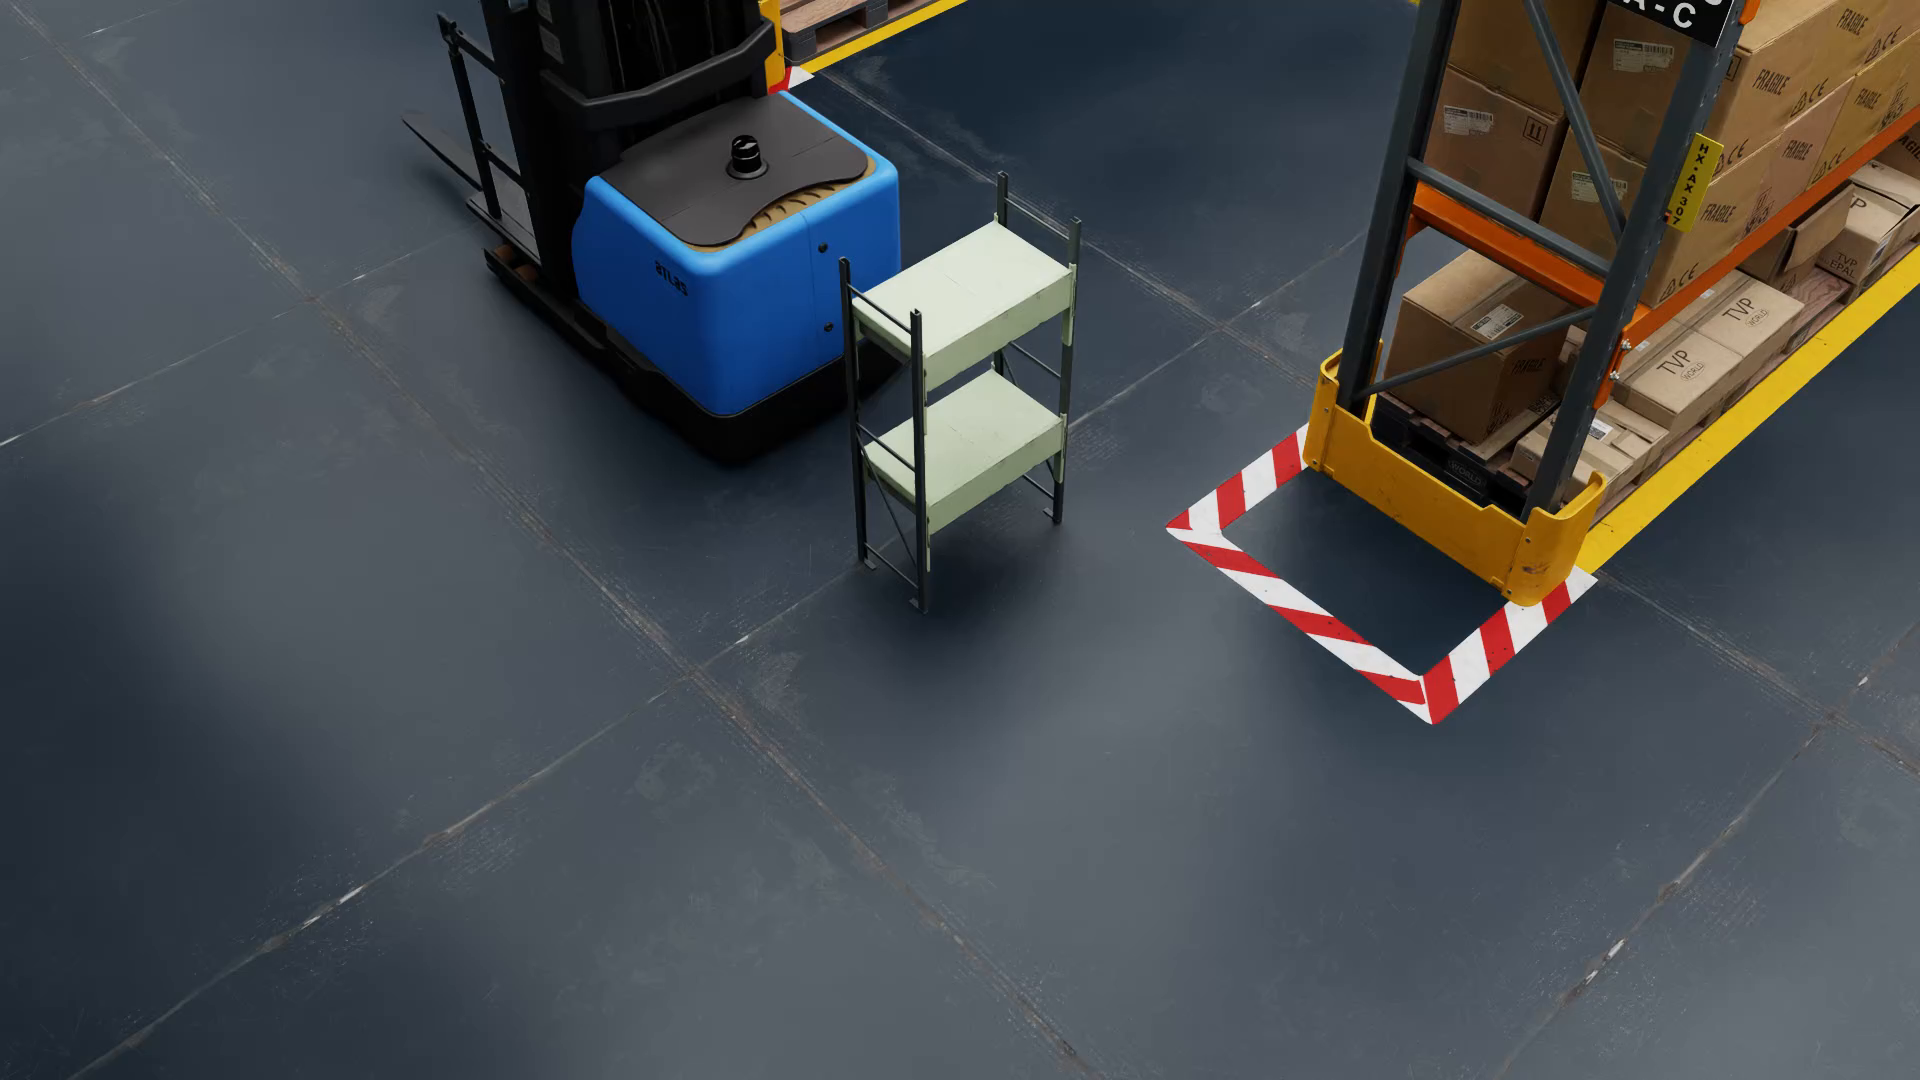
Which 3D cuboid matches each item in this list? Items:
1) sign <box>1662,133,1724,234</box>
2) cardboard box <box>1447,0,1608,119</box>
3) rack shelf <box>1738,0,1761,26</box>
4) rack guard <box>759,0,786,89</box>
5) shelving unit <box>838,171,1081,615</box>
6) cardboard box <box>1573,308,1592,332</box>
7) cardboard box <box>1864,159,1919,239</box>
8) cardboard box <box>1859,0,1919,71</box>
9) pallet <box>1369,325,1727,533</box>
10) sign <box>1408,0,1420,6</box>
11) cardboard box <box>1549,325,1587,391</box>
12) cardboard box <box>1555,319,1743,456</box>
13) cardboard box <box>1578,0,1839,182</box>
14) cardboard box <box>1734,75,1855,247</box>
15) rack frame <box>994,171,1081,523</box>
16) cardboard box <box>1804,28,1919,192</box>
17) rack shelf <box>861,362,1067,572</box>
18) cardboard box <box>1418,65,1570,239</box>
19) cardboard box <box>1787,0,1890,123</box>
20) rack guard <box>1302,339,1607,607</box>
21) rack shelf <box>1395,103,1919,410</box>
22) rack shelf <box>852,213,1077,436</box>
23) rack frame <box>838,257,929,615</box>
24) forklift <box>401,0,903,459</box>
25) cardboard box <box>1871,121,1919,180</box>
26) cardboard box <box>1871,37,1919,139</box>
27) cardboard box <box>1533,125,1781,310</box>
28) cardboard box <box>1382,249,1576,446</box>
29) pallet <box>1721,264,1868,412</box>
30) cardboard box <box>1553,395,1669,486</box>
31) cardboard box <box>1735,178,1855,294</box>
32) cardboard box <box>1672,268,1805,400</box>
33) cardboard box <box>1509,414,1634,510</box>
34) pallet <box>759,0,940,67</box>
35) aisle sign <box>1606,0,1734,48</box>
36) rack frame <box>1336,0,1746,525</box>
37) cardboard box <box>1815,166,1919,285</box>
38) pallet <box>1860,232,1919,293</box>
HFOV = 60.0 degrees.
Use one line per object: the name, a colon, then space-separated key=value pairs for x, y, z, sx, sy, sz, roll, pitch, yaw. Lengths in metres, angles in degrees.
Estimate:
sign: x=2.258 y=-1.099 z=5.134 sx=0.005 sy=0.325 sz=0.100 roll=-34 pitch=56 yaw=-27
cardboard box: x=2.037 y=-1.843 z=5.661 sx=0.500 sy=0.500 sz=0.500 roll=-34 pitch=56 yaw=-27
rack shelf: x=3.373 y=-2.862 z=5.799 sx=4.000 sy=0.370 sz=1.077 roll=-34 pitch=56 yaw=-27
rack guard: x=-1.446 y=-2.929 z=9.112 sx=0.348 sy=0.500 sz=1.175 roll=-34 pitch=56 yaw=-27
shelving unit: x=0.005 y=-0.512 z=6.202 sx=0.755 sy=1.500 sz=0.431 roll=-34 pitch=56 yaw=-27
cardboard box: x=2.852 y=-1.173 z=7.363 sx=0.500 sy=0.250 sz=0.500 roll=-34 pitch=56 yaw=-27
cardboard box: x=4.385 y=-1.606 z=7.832 sx=0.250 sy=0.149 sz=0.380 roll=-34 pitch=56 yaw=-27
cardboard box: x=3.154 y=-2.056 z=5.858 sx=0.500 sy=0.500 sz=0.500 roll=-33 pitch=55 yaw=-27
pallet: x=2.538 y=-0.587 z=7.148 sx=1.213 sy=0.211 sz=1.003 roll=-34 pitch=56 yaw=-27
sign: x=1.534 y=-1.912 z=5.470 sx=0.005 sy=0.325 sz=0.100 roll=-34 pitch=56 yaw=-27
cardboard box: x=2.490 y=-0.843 z=7.115 sx=0.250 sy=0.166 sz=0.380 roll=-34 pitch=56 yaw=-27
cardboard box: x=2.856 y=-0.679 z=6.907 sx=0.500 sy=0.250 sz=0.500 roll=-34 pitch=56 yaw=-27
cardboard box: x=2.399 y=-1.549 z=5.390 sx=0.500 sy=0.500 sz=0.500 roll=-32 pitch=55 yaw=-26
cardboard box: x=2.777 y=-1.468 z=5.996 sx=0.500 sy=0.500 sz=0.500 roll=-34 pitch=56 yaw=-27
rack frame: x=0.276 y=-0.693 z=6.369 sx=0.023 sy=1.500 sz=0.400 roll=-34 pitch=56 yaw=-27
cardboard box: x=3.150 y=-1.715 z=6.223 sx=0.500 sy=0.500 sz=0.500 roll=-34 pitch=56 yaw=-27
rack shelf: x=0.005 y=-0.291 z=6.441 sx=0.720 sy=0.370 sz=0.431 roll=-34 pitch=56 yaw=-27
cardboard box: x=2.041 y=-1.504 z=6.028 sx=0.500 sy=0.500 sz=0.500 roll=-32 pitch=55 yaw=-26
cardboard box: x=2.780 y=-1.812 z=5.632 sx=0.500 sy=0.500 sz=0.500 roll=-33 pitch=55 yaw=-27
rack guard: x=1.949 y=-0.290 z=6.677 sx=0.348 sy=0.500 sz=1.175 roll=-34 pitch=56 yaw=-27
rack shelf: x=3.373 y=-1.845 z=6.901 sx=4.000 sy=0.370 sz=1.077 roll=-34 pitch=56 yaw=-27
rack shelf: x=0.005 y=-0.777 z=5.915 sx=0.720 sy=0.370 sz=0.431 roll=-34 pitch=56 yaw=-27
rack frame: x=-0.266 y=-0.331 z=6.035 sx=0.023 sy=1.500 sz=0.400 roll=-34 pitch=56 yaw=-27
forklift: x=-1.586 y=-2.337 z=6.912 sx=1.130 sy=2.935 sz=3.031 roll=-33 pitch=55 yaw=-27
cardboard box: x=4.622 y=-1.943 z=7.904 sx=0.500 sy=0.500 sz=0.500 roll=-34 pitch=56 yaw=-27
cardboard box: x=3.521 y=-1.961 z=6.450 sx=0.500 sy=0.500 sz=0.500 roll=-33 pitch=55 yaw=-27
cardboard box: x=2.399 y=-1.210 z=5.758 sx=0.500 sy=0.500 sz=0.500 roll=-33 pitch=55 yaw=-26
cardboard box: x=2.129 y=-0.804 z=6.853 sx=0.500 sy=0.500 sz=0.500 roll=-34 pitch=56 yaw=-27
pallet: x=3.441 y=-1.187 z=7.702 sx=1.213 sy=0.211 sz=1.003 roll=-34 pitch=56 yaw=-27
cardboard box: x=2.619 y=-0.432 z=6.736 sx=0.250 sy=0.166 sz=0.380 roll=-34 pitch=56 yaw=-27
cardboard box: x=3.466 y=-1.449 z=7.445 sx=0.637 sy=0.503 sz=0.797 roll=-34 pitch=56 yaw=-27
cardboard box: x=3.226 y=-0.926 z=7.135 sx=0.500 sy=0.250 sz=0.500 roll=-34 pitch=56 yaw=-27
cardboard box: x=2.434 y=-0.303 z=6.629 sx=0.250 sy=0.149 sz=0.380 roll=-34 pitch=56 yaw=-27
pallet: x=-0.800 y=-3.237 z=9.593 sx=1.213 sy=0.211 sz=1.003 roll=-34 pitch=56 yaw=-27
aisle sign: x=2.040 y=-1.788 z=4.590 sx=0.004 sy=0.787 sz=0.394 roll=-34 pitch=56 yaw=-27
rack frame: x=1.893 y=-1.100 z=5.724 sx=0.127 sy=3.000 sz=1.000 roll=-34 pitch=56 yaw=-27
cardboard box: x=4.067 y=-1.509 z=7.631 sx=0.500 sy=0.311 sz=0.500 roll=-34 pitch=56 yaw=-27
pallet: x=4.344 y=-1.793 z=8.261 sx=1.213 sy=0.211 sz=1.003 roll=-34 pitch=56 yaw=-27
